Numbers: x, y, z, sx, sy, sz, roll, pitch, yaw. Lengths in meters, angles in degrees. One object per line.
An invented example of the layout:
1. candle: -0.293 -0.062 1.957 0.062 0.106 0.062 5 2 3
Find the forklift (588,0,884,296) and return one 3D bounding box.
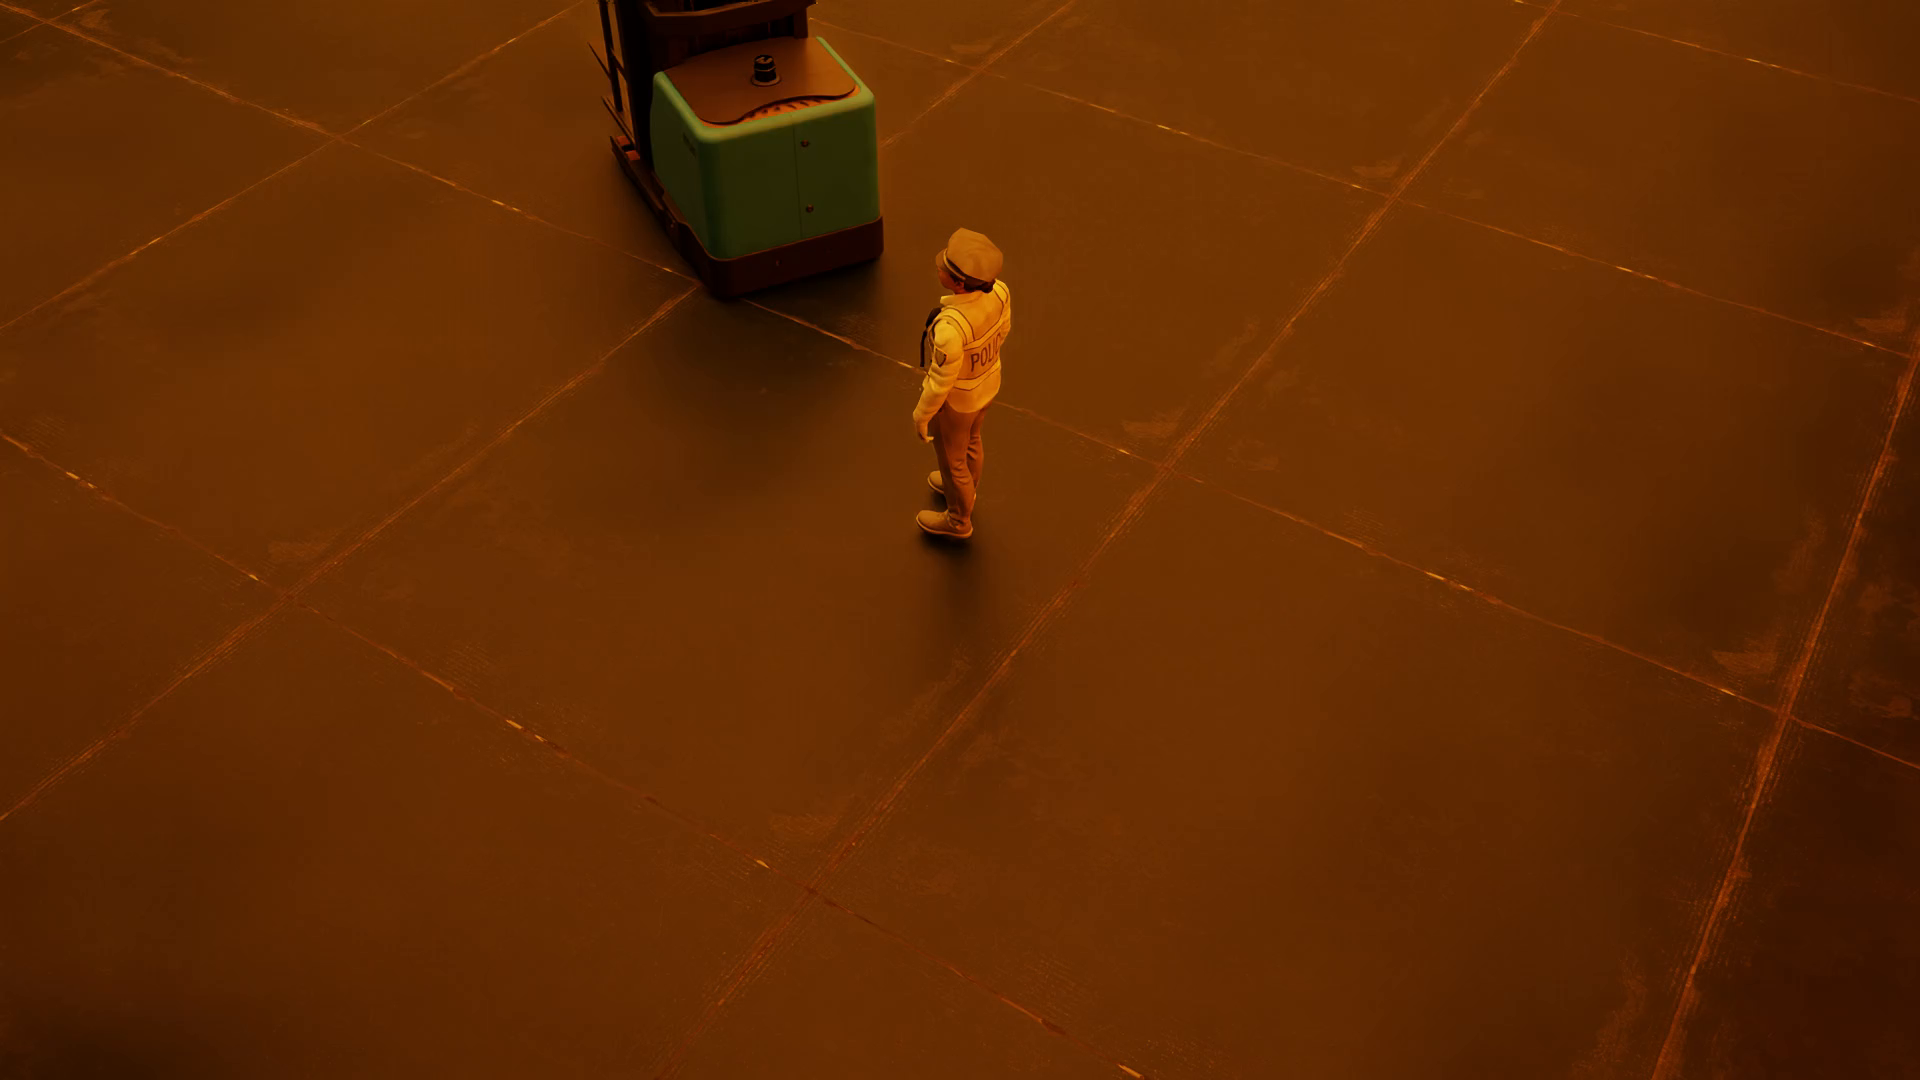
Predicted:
1. forklift: -1.541 -3.445 9.481 1.130 2.935 3.031 -19 47 -19

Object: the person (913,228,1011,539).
1. person: -0.053 -0.678 7.393 0.534 1.696 0.587 24 48 23
